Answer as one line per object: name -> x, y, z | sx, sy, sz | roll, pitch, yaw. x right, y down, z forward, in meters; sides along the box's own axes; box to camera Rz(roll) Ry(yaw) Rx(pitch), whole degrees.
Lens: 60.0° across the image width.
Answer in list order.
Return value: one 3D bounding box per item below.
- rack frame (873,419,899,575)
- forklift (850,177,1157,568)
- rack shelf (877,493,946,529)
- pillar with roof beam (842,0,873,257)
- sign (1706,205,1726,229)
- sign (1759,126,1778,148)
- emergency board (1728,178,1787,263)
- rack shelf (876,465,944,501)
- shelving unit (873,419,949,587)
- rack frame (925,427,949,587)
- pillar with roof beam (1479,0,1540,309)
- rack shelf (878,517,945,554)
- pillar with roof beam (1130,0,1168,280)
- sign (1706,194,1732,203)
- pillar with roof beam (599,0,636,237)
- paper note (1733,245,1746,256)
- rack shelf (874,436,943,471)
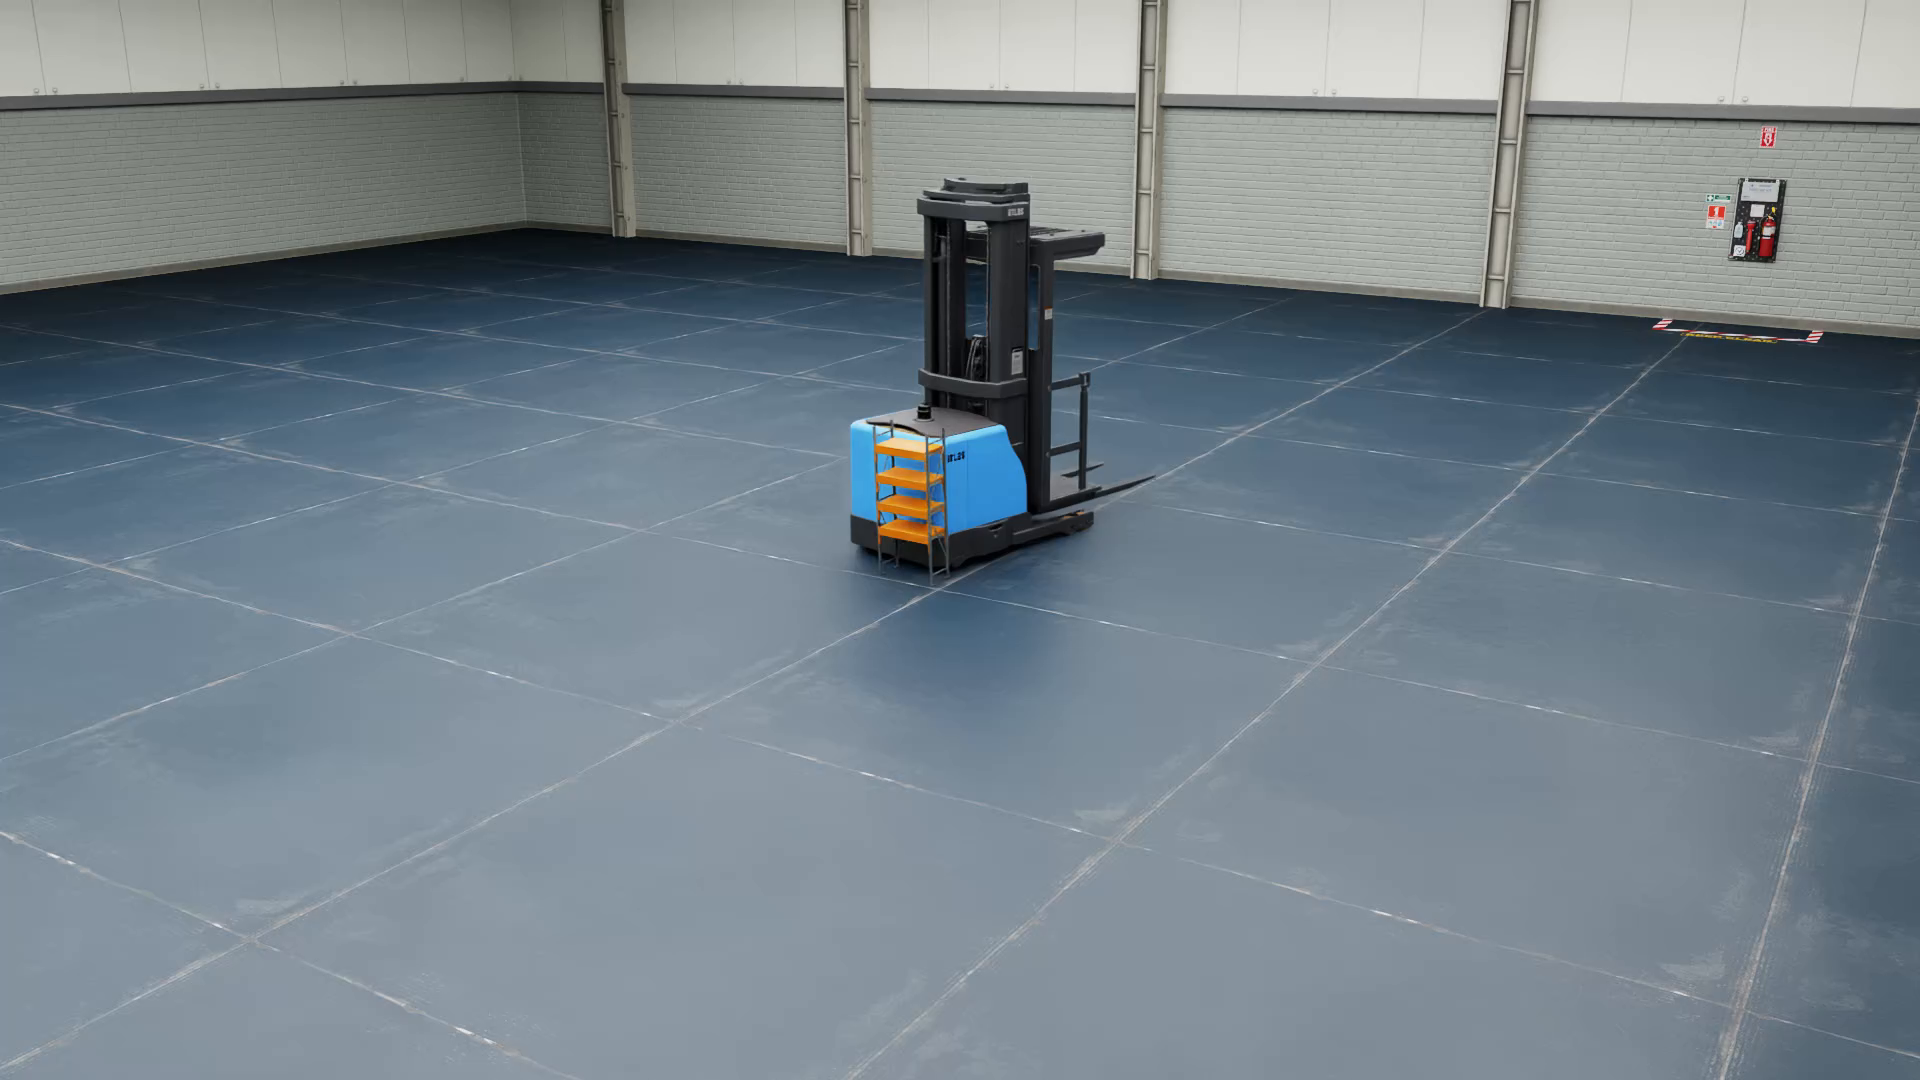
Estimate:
rack frame -> -0.573, -0.327, 12.874 | 0.015, 1.200, 0.240 | 11, 23, 33
forklift -> 0.495, -1.534, 13.889 | 1.130, 2.935, 3.031 | 16, 23, 42
rack shelf -> -0.370, -0.223, 12.763 | 0.480, 0.148, 0.258 | 11, 23, 33
pillar with roof beam -> -4.168, -8.696, 27.027 | 0.400, 9.000, 9.100 | 10, 20, 30
sign -> 10.920, -4.666, 24.020 | 0.234, 0.329, 0.001 | 10, 20, 30
sign -> 11.382, -5.674, 23.412 | 0.199, 0.298, 0.001 | 10, 20, 30
emergency board -> 11.337, -4.539, 23.664 | 0.643, 1.169, 0.194 | 10, 20, 30
rack shelf -> -0.376, -0.435, 12.691 | 0.480, 0.148, 0.258 | 11, 23, 33
shelving unit -> -0.372, -0.287, 12.741 | 0.503, 1.200, 0.258 | 11, 23, 33
rack frame -> -0.171, -0.247, 12.609 | 0.015, 1.200, 0.240 | 11, 23, 33
pillar with roof beam -> 6.057, -6.871, 21.018 | 0.400, 9.000, 9.100 | 10, 20, 30
rack shelf -> -0.365, -0.035, 12.828 | 0.480, 0.148, 0.258 | 11, 23, 33
pillar with roof beam -> 0.944, -7.783, 24.022 | 0.400, 9.000, 9.100 | 10, 20, 30
sign -> 10.919, -4.917, 23.933 | 0.331, 0.109, 0.001 | 10, 20, 30
pillar with roof beam -> -9.281, -9.609, 30.031 | 0.400, 9.000, 9.100 | 10, 20, 30
paper note -> 11.222, -4.162, 23.937 | 0.142, 0.148, 0.016 | 10, 20, 30
rack shelf -> -0.382, -0.658, 12.614 | 0.480, 0.148, 0.258 | 11, 23, 33
